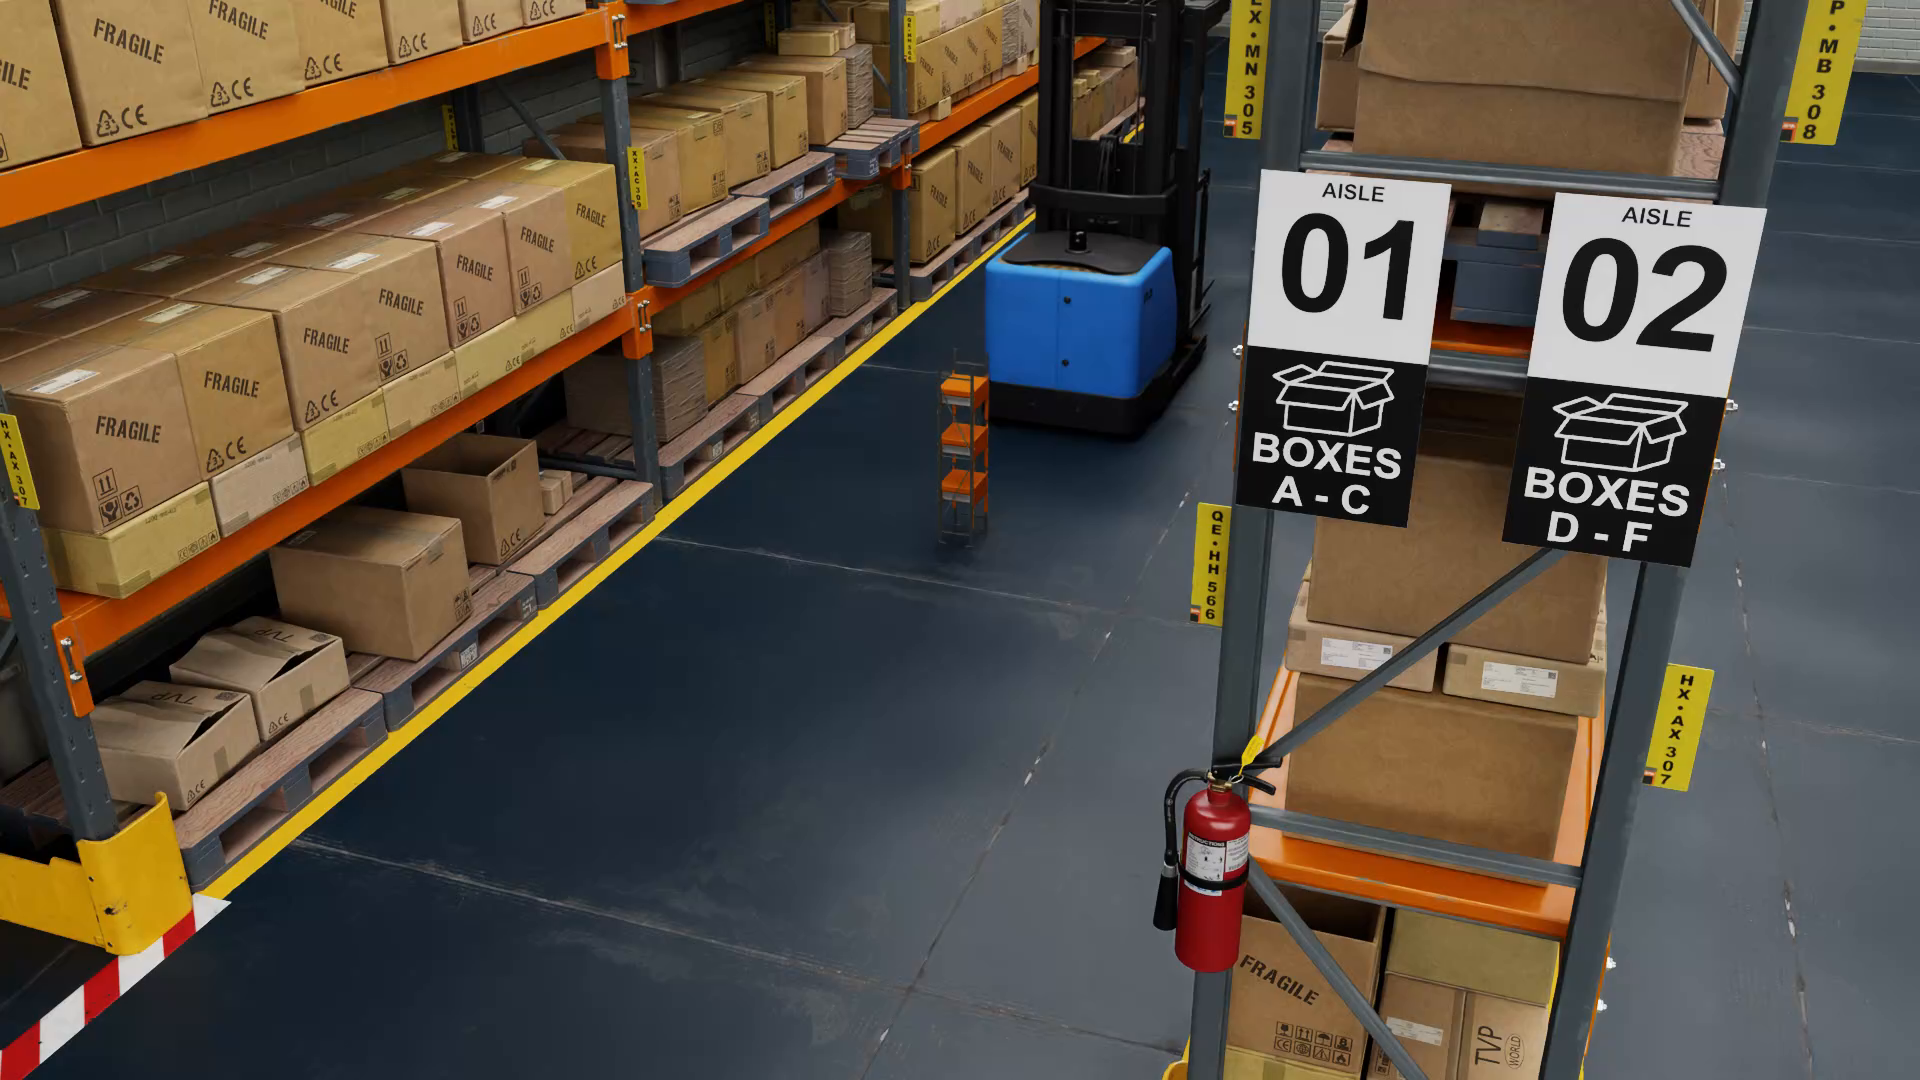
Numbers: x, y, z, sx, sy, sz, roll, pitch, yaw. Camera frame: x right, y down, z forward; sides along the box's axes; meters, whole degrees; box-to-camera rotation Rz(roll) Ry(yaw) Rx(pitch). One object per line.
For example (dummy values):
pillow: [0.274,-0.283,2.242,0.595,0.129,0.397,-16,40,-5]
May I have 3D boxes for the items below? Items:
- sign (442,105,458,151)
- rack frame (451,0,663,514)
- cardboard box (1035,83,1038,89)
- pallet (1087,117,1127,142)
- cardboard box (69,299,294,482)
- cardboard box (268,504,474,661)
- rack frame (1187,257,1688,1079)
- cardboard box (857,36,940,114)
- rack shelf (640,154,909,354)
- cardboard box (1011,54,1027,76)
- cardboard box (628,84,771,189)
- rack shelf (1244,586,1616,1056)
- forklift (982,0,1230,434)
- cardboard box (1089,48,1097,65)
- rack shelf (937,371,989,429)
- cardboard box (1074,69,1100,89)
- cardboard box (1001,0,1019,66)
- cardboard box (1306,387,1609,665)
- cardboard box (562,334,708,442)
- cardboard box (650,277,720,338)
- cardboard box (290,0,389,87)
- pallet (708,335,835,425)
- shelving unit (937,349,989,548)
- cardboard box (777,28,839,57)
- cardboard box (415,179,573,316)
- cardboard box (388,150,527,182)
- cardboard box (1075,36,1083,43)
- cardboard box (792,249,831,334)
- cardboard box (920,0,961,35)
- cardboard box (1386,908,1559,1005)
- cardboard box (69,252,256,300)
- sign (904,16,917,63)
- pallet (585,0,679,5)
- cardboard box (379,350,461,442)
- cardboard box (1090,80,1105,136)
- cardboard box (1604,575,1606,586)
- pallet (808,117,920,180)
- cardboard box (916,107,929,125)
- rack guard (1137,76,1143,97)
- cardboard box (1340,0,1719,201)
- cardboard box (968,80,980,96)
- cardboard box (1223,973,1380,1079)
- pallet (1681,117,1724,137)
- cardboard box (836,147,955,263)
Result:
sign: [-2.736,-2.185,8.992,0.100,0.325,0.005,9,27,17]
rack frame: [-2.211,-1.585,9.081,1.000,3.000,0.127,9,27,17]
cardboard box: [0.821,-4.815,17.395,0.380,0.149,0.250,8,27,16]
pallet: [1.182,-4.421,18.140,1.003,0.211,1.213,9,27,17]
cardboard box: [-2.926,-0.574,6.283,0.500,0.500,0.500,9,27,18]
cardboard box: [-2.746,0.186,7.787,0.700,0.500,0.500,7,27,14]
rack frame: [1.130,0.776,4.206,1.000,3.000,0.127,9,27,17]
cardboard box: [-0.477,-3.579,12.721,0.500,0.500,0.500,10,27,19]
rack shelf: [-1.546,-2.083,10.935,1.077,0.370,4.000,9,27,17]
cardboard box: [0.382,-4.264,14.880,0.380,0.149,0.250,9,27,17]
cardboard box: [-1.628,-2.536,10.426,0.700,0.500,0.500,13,29,24]
rack shelf: [1.796,0.278,6.060,1.077,0.370,4.000,9,27,17]
forklift: [1.133,-2.603,11.262,1.130,2.935,3.031,9,27,18]
cardboard box: [1.328,-5.442,18.690,0.380,0.149,0.250,9,27,18]
rack shelf: [0.018,-0.740,8.948,0.215,0.259,0.240,9,27,17]
cardboard box: [1.256,-4.850,17.466,0.380,0.149,0.250,8,27,16]
cardboard box: [0.199,-4.418,14.453,0.500,0.500,0.500,9,27,18]
cardboard box: [1.315,-0.065,4.338,0.700,0.500,0.500,9,27,18]
cardboard box: [-1.982,-0.963,10.160,0.700,0.500,0.500,10,27,19]
cardboard box: [-1.839,-1.482,10.371,0.500,0.250,0.500,8,27,16]
cardboard box: [-2.656,-2.099,6.563,0.500,0.500,0.500,10,28,21]
pallet: [-1.549,-1.153,11.389,1.003,0.211,1.213,9,27,17]
shelving unit: [0.018,-0.495,9.067,0.215,1.050,0.252,9,27,17]
cardboard box: [-1.060,-3.483,11.638,0.380,0.149,0.250,4,26,9]
cardboard box: [-2.238,-1.419,8.027,0.500,0.500,0.500,9,27,17]
cardboard box: [-2.565,-1.701,8.610,0.500,0.500,0.500,8,27,16]
cardboard box: [0.647,-5.228,16.261,0.980,0.700,0.700,9,27,18]
cardboard box: [-1.352,-1.803,11.896,0.700,0.500,0.500,9,27,17]
cardboard box: [-0.308,-4.124,12.986,0.500,0.250,0.500,8,27,17]
cardboard box: [1.683,1.093,5.363,0.500,0.500,0.500,9,27,17]
cardboard box: [-3.241,-0.863,6.879,0.500,0.500,0.500,8,27,16]
sign: [-0.365,-3.639,12.087,0.100,0.325,0.005,9,27,17]
pallet: [-1.906,-3.089,8.960,1.213,0.211,1.003,9,27,17]
cardboard box: [-2.576,-0.668,7.337,0.500,0.250,0.500,9,27,18]
cardboard box: [1.139,-4.645,17.789,0.700,0.500,0.500,9,27,19]
cardboard box: [1.633,0.098,4.747,0.380,0.149,0.250,9,27,18]
pallet: [-1.017,-2.834,11.881,1.213,0.211,1.003,9,27,17]
cardboard box: [-0.460,-3.329,12.948,0.380,0.149,0.250,9,27,18]
rack guard: [1.790,-5.401,19.831,1.175,0.500,0.348,9,27,17]
cardboard box: [1.325,-1.108,3.894,0.797,0.503,0.637,11,28,21]
cardboard box: [-0.052,-3.858,14.042,0.380,0.149,0.250,9,27,18]
cardboard box: [1.030,1.561,5.257,0.500,0.250,0.500,9,27,17]
pallet: [1.794,-1.324,5.203,1.003,0.211,1.213,9,27,17]
cardboard box: [-0.512,-2.733,13.438,0.750,0.750,0.750,8,27,17]
